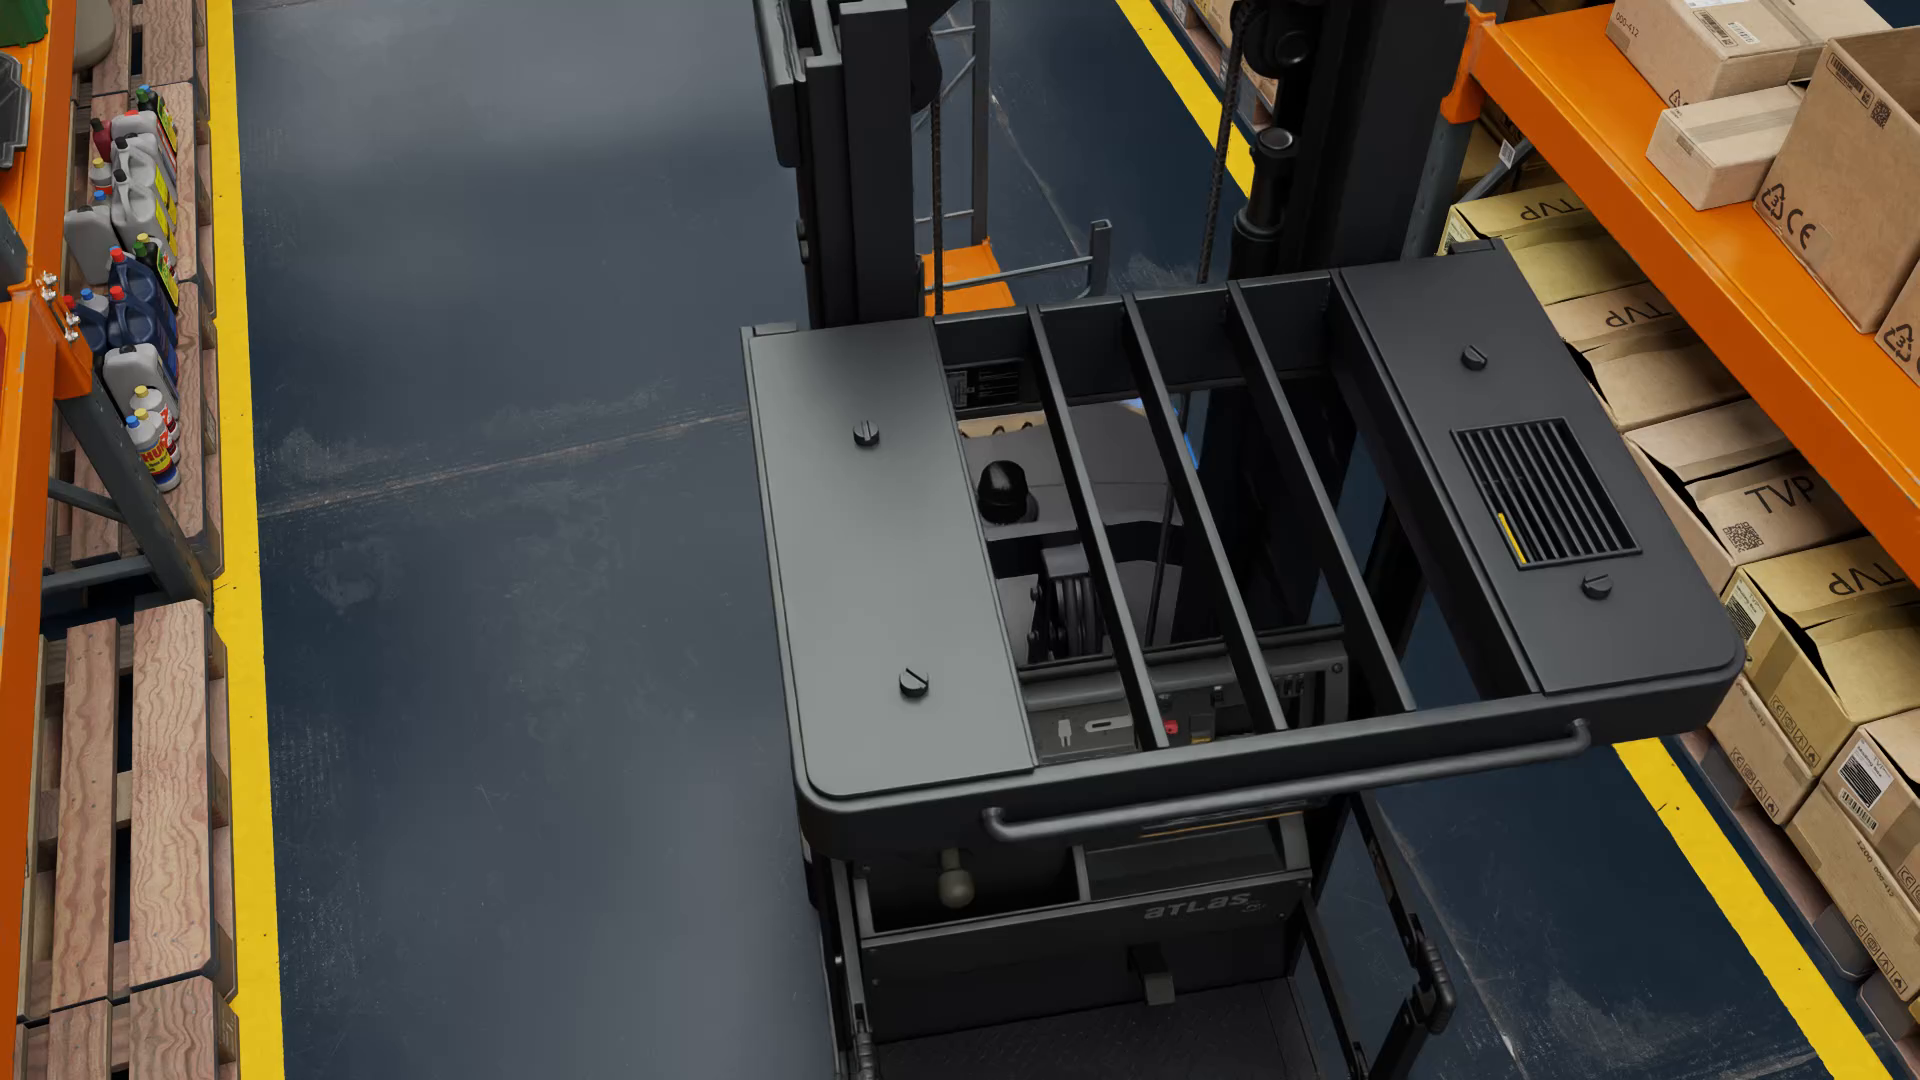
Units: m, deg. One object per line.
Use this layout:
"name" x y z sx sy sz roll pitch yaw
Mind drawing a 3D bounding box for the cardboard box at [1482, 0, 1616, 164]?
"cardboard box" 2.124 -1.693 5.748 0.500 0.500 0.500 -13 51 -11

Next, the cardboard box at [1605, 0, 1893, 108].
"cardboard box" 2.149 -1.395 4.562 0.500 0.250 0.500 -10 51 -9

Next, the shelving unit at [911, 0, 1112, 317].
"shelving unit" -0.021 -0.579 4.758 0.587 1.500 1.083 -12 51 -10

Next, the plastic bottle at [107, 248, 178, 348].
"plastic bottle" -2.669 -0.785 5.394 0.144 0.351 0.185 -15 52 -13

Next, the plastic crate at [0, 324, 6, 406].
"plastic crate" -2.336 -0.411 3.593 0.402 0.464 0.583 -13 51 -11

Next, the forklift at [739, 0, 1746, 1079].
"forklift" 0.288 0.535 2.882 1.130 2.935 3.031 -8 50 -6

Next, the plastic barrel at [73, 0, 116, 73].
"plastic barrel" -3.538 -2.101 6.412 0.421 0.512 0.421 0 50 0

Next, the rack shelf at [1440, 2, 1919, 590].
"rack shelf" 2.553 -0.100 3.843 1.077 0.370 4.000 -13 51 -11

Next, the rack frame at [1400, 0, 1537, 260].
"rack frame" 1.962 -1.793 4.799 1.000 3.000 0.127 -13 51 -11

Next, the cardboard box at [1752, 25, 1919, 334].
"cardboard box" 2.329 -0.875 3.961 0.500 0.500 0.500 -10 51 -8

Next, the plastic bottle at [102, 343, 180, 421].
"plastic bottle" -2.569 -0.501 5.204 0.152 0.276 0.135 -12 51 -10

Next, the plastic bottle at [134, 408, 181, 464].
"plastic bottle" -2.477 -0.321 5.101 0.097 0.201 0.097 0 50 0

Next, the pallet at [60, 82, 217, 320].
"pallet" -3.295 -1.169 6.098 1.003 0.211 1.213 -13 51 -11

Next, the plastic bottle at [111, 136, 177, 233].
"plastic bottle" -2.850 -1.231 5.771 0.144 0.351 0.185 -11 51 -9

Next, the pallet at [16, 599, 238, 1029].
"pallet" -2.502 0.788 4.447 1.003 0.211 1.213 -13 51 -11

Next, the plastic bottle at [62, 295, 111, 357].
"plastic bottle" -2.751 -0.614 5.251 0.144 0.351 0.185 -13 51 -11

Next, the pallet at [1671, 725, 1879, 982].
"pallet" 2.581 0.528 4.667 1.003 0.211 1.213 -13 51 -11

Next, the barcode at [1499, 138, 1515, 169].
"barcode" 1.639 -1.158 4.983 0.001 0.075 0.075 -13 51 -11

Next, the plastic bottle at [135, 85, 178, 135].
"plastic bottle" -2.992 -1.594 6.175 0.097 0.201 0.097 0 50 0

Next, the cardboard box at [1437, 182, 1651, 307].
"cardboard box" 1.846 -0.864 5.174 0.500 0.311 0.500 -13 51 -11

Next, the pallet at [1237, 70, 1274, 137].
"pallet" 1.766 -1.484 6.363 1.003 0.211 1.213 -13 51 -11

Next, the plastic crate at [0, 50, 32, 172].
"plastic crate" -2.805 -1.066 4.228 0.767 0.338 0.504 -13 51 -11

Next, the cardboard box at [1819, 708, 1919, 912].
"cardboard box" 2.448 0.625 3.918 0.500 0.311 0.500 -14 51 -11

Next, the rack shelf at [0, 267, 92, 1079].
"rack shelf" -2.180 1.017 2.901 1.077 0.370 4.000 -13 51 -11

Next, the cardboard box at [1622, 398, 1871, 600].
"cardboard box" 2.143 -0.120 4.546 0.500 0.311 0.500 -15 51 -12

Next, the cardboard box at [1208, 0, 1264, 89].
"cardboard box" 1.315 -2.060 6.549 0.500 0.250 0.500 -13 51 -11

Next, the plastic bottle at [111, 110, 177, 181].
"plastic bottle" -2.944 -1.428 5.986 0.152 0.276 0.135 -13 51 -11

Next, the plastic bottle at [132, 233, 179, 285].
"plastic bottle" -2.731 -0.948 5.630 0.097 0.201 0.097 0 50 0

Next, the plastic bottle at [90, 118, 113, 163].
"plastic bottle" -3.046 -1.406 5.962 0.061 0.283 0.133 -13 51 -11

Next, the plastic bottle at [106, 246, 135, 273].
"plastic bottle" -2.749 -0.858 5.508 0.097 0.271 0.097 0 50 0

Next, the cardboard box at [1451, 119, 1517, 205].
"cardboard box" 1.616 -1.331 5.934 0.500 0.250 0.500 -13 51 -11

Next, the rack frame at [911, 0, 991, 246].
"rack frame" -0.161 -0.960 5.079 0.500 1.500 0.032 -12 51 -10

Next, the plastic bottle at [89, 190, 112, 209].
"plastic bottle" -2.953 -1.123 5.778 0.097 0.201 0.097 0 50 0

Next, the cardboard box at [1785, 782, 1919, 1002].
"cardboard box" 2.454 0.807 4.131 0.500 0.250 0.500 -12 51 -10
